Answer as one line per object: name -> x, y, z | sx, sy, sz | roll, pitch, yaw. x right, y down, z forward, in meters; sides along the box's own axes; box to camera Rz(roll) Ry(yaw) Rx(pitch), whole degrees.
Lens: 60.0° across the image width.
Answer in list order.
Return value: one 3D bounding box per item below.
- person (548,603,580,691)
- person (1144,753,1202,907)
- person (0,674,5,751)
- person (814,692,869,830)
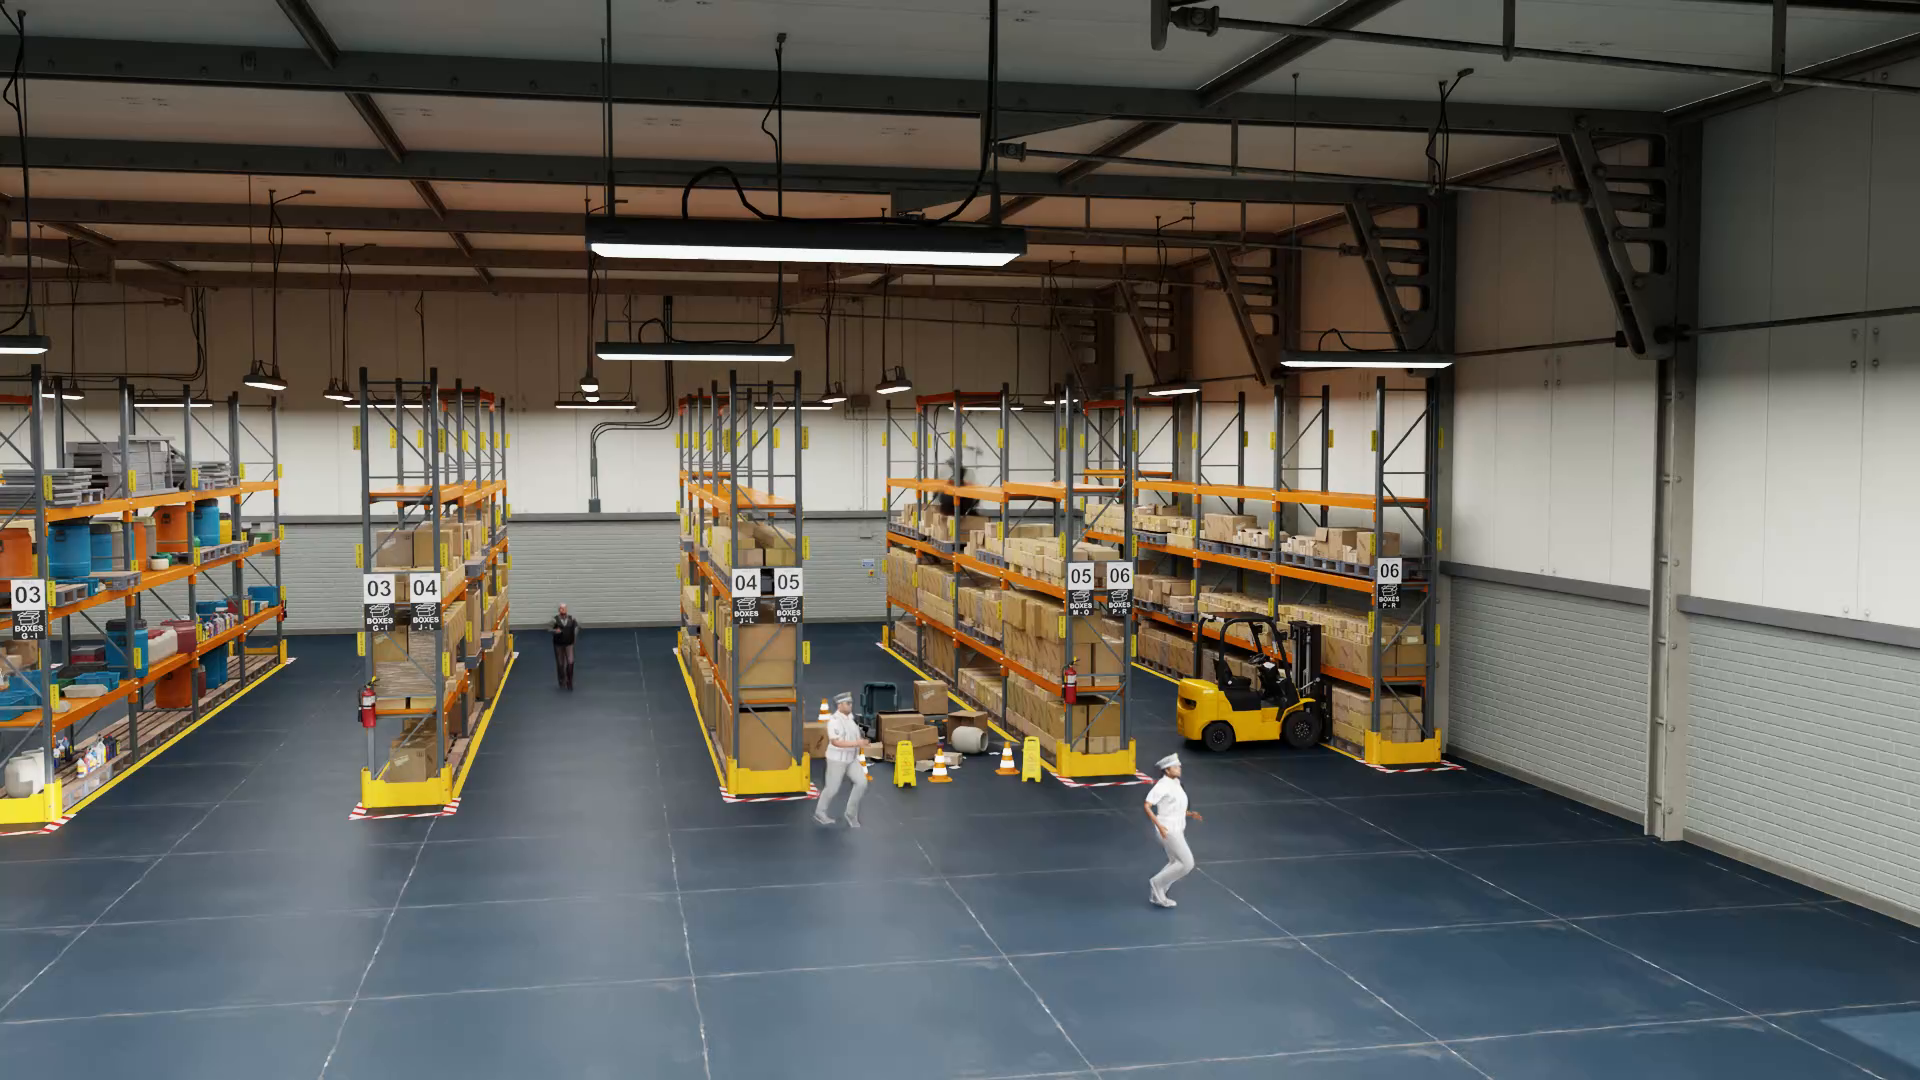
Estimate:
person -> -7.963, 2.158, 33.466 | 0.637, 1.766, 0.711 | -1, 4, -16
person -> 2.307, 3.107, 17.782 | 0.569, 1.659, 0.560 | 2, 4, 25
person -> -15.285, 2.605, 26.038 | 0.608, 1.650, 0.924 | -1, 4, -19
person -> -1.501, 2.861, 21.416 | 0.848, 1.824, 0.630 | 2, 4, 32
